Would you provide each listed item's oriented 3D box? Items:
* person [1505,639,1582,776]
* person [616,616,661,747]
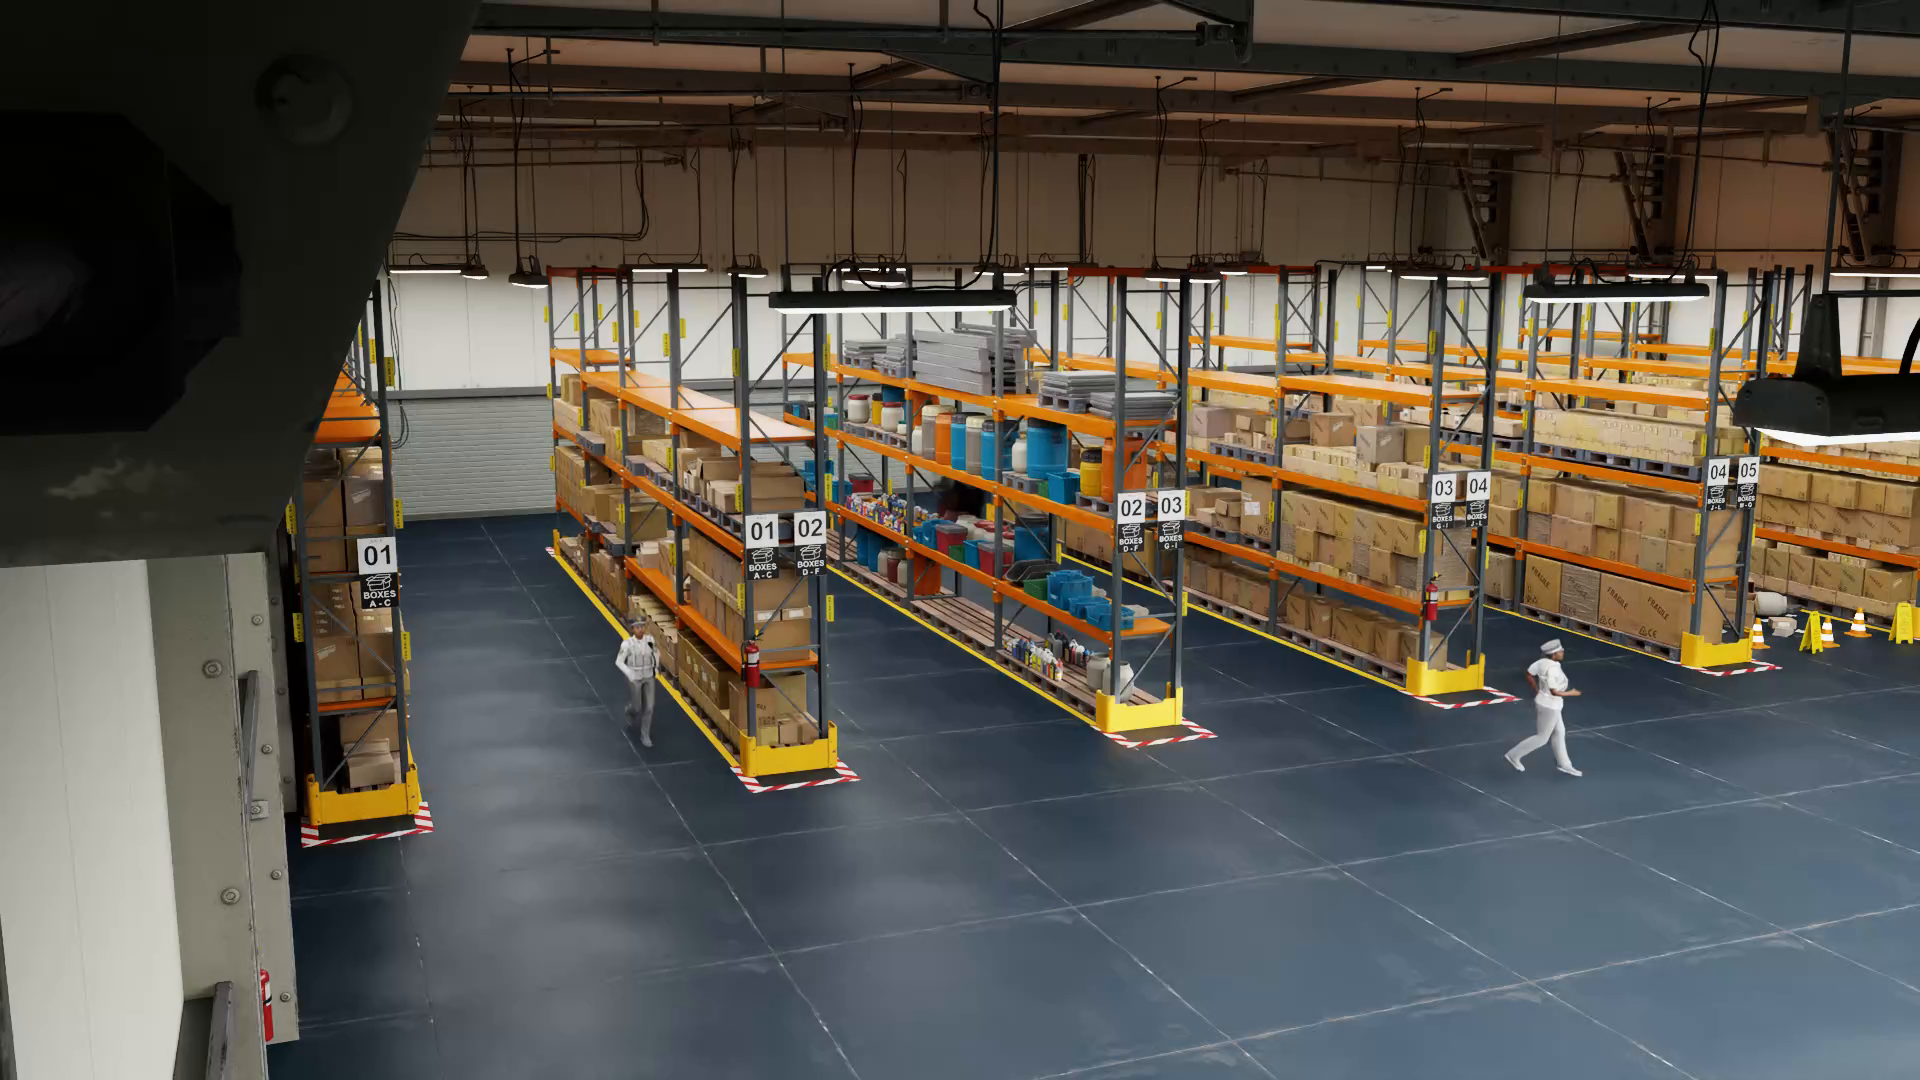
[{"bbox_3d":[7.082,2.028,20.060,0.936,1.707,0.584,1,10,8],"label":"person"},{"bbox_3d":[-4.148,1.800,21.609,0.612,1.682,0.689,-5,11,-27],"label":"person"}]
